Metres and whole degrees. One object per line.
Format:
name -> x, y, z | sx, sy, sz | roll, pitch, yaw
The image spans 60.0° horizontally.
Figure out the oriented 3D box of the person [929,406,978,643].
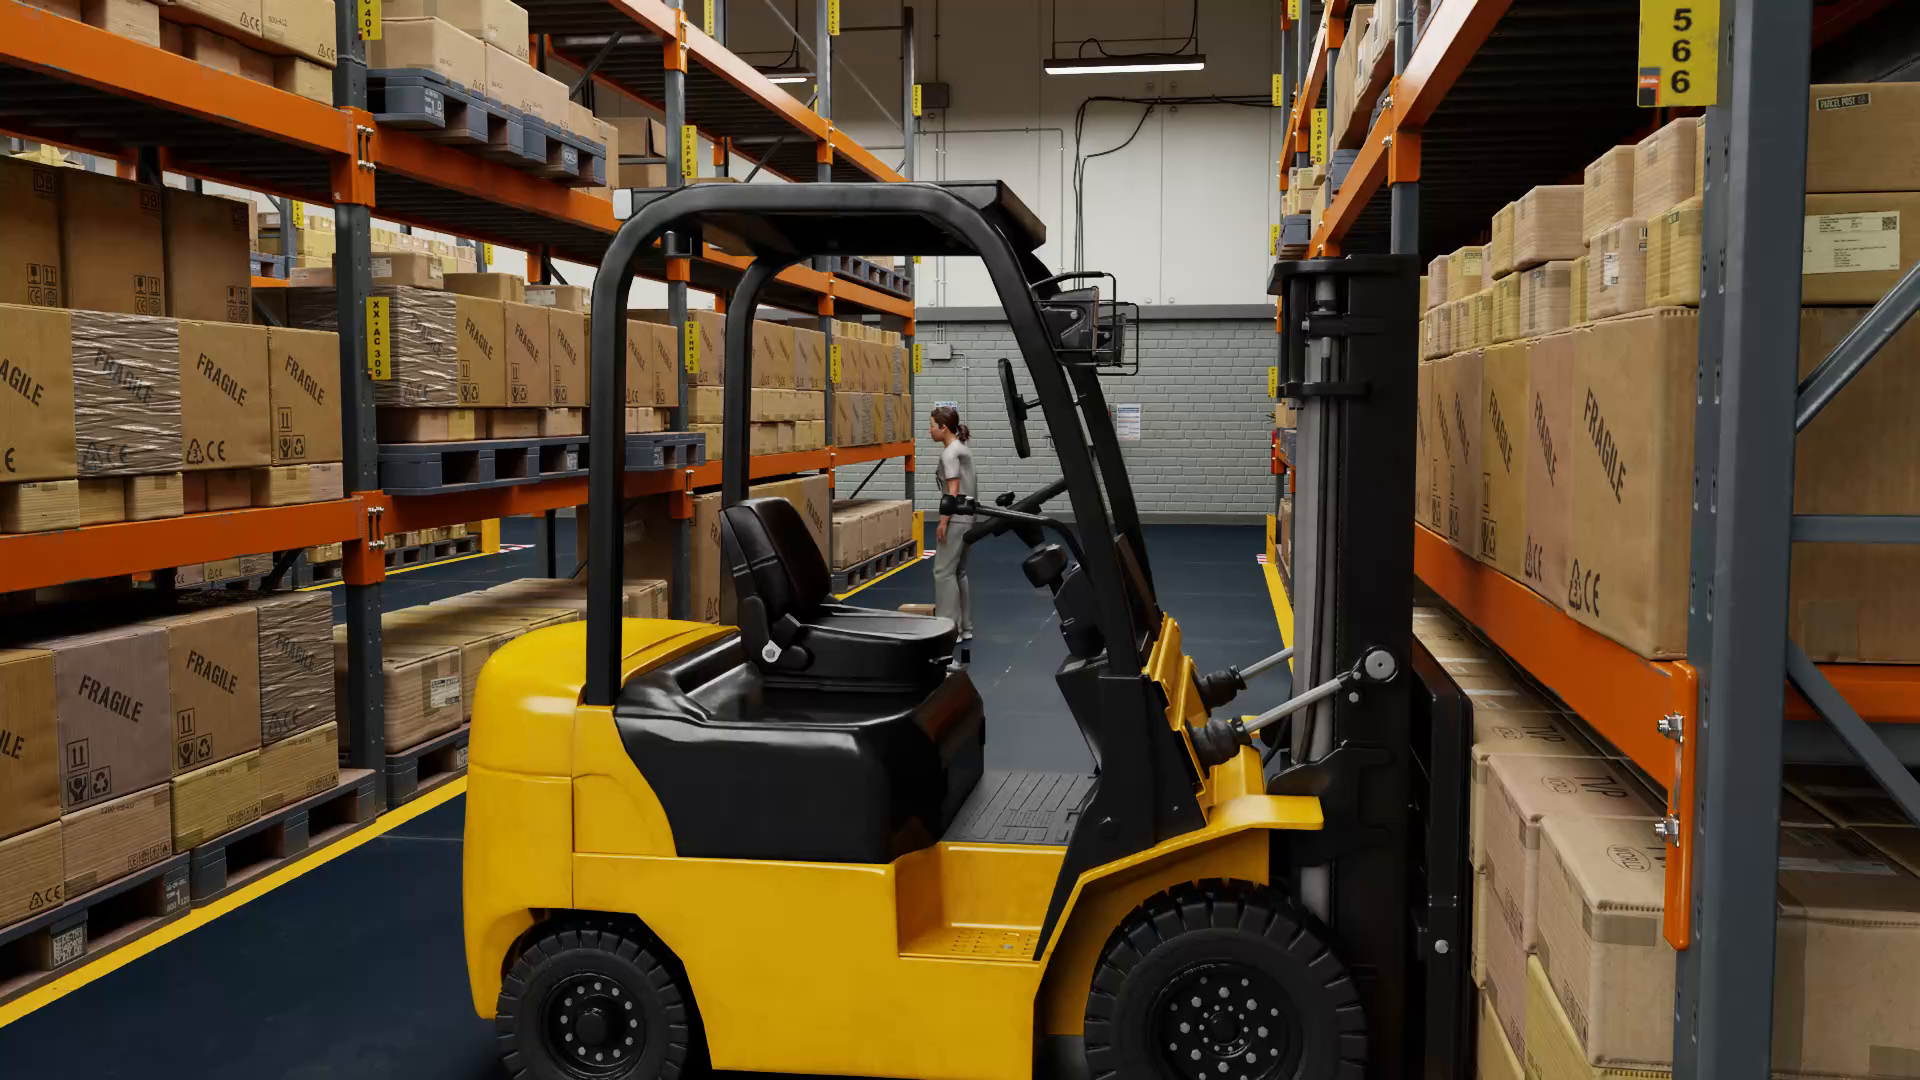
person -> -0.078, -0.110, 11.765 | 0.404, 1.670, 0.486 | 1, 5, 9
